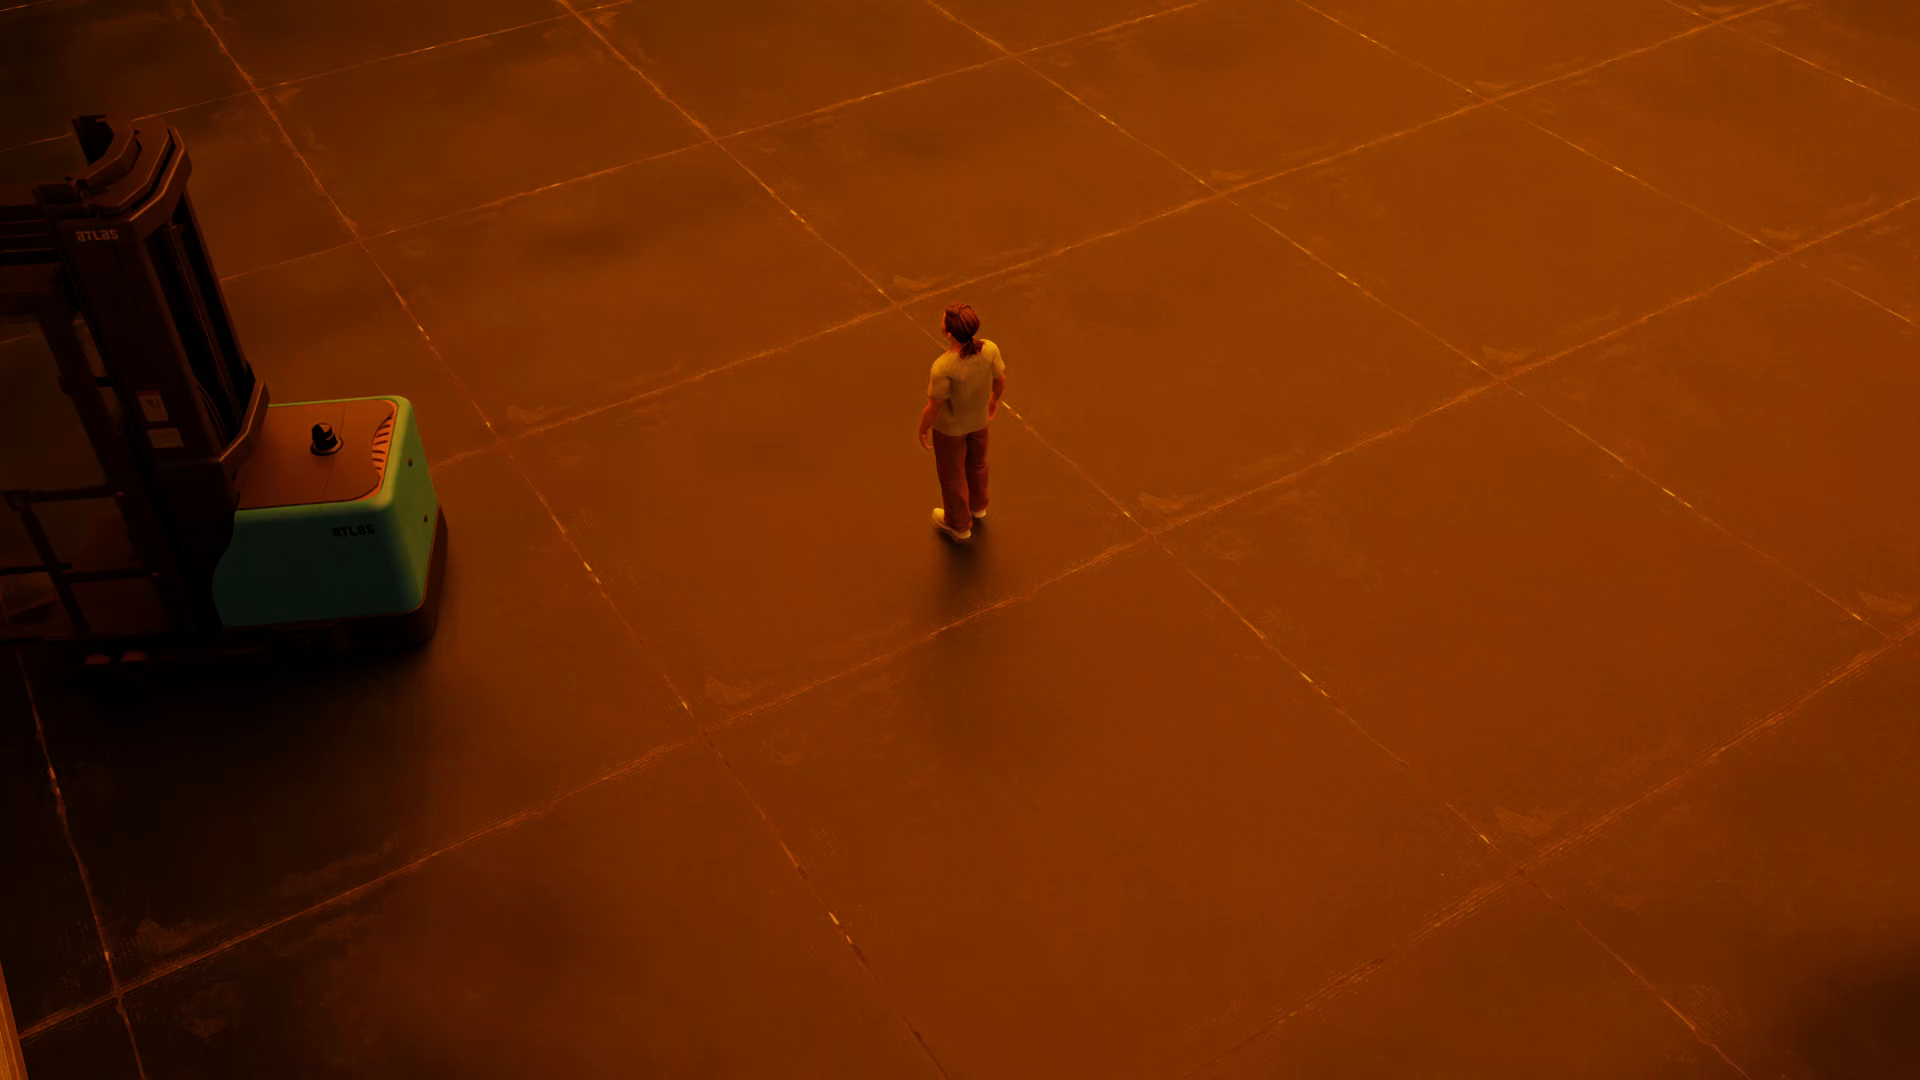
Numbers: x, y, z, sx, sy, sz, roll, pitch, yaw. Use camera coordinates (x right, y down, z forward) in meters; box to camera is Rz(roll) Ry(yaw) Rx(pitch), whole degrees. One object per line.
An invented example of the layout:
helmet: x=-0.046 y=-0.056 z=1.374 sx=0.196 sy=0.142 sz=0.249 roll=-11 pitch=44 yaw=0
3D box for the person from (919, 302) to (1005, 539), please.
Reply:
person: x=-0.030 y=-0.711 z=9.567 sx=0.554 sy=1.675 sz=0.548 roll=-23 pitch=46 yaw=-24

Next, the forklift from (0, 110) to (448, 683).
forklift: x=-4.535 y=-0.683 z=8.653 sx=3.031 sy=2.935 sz=1.130 roll=-5 pitch=41 yaw=-6
